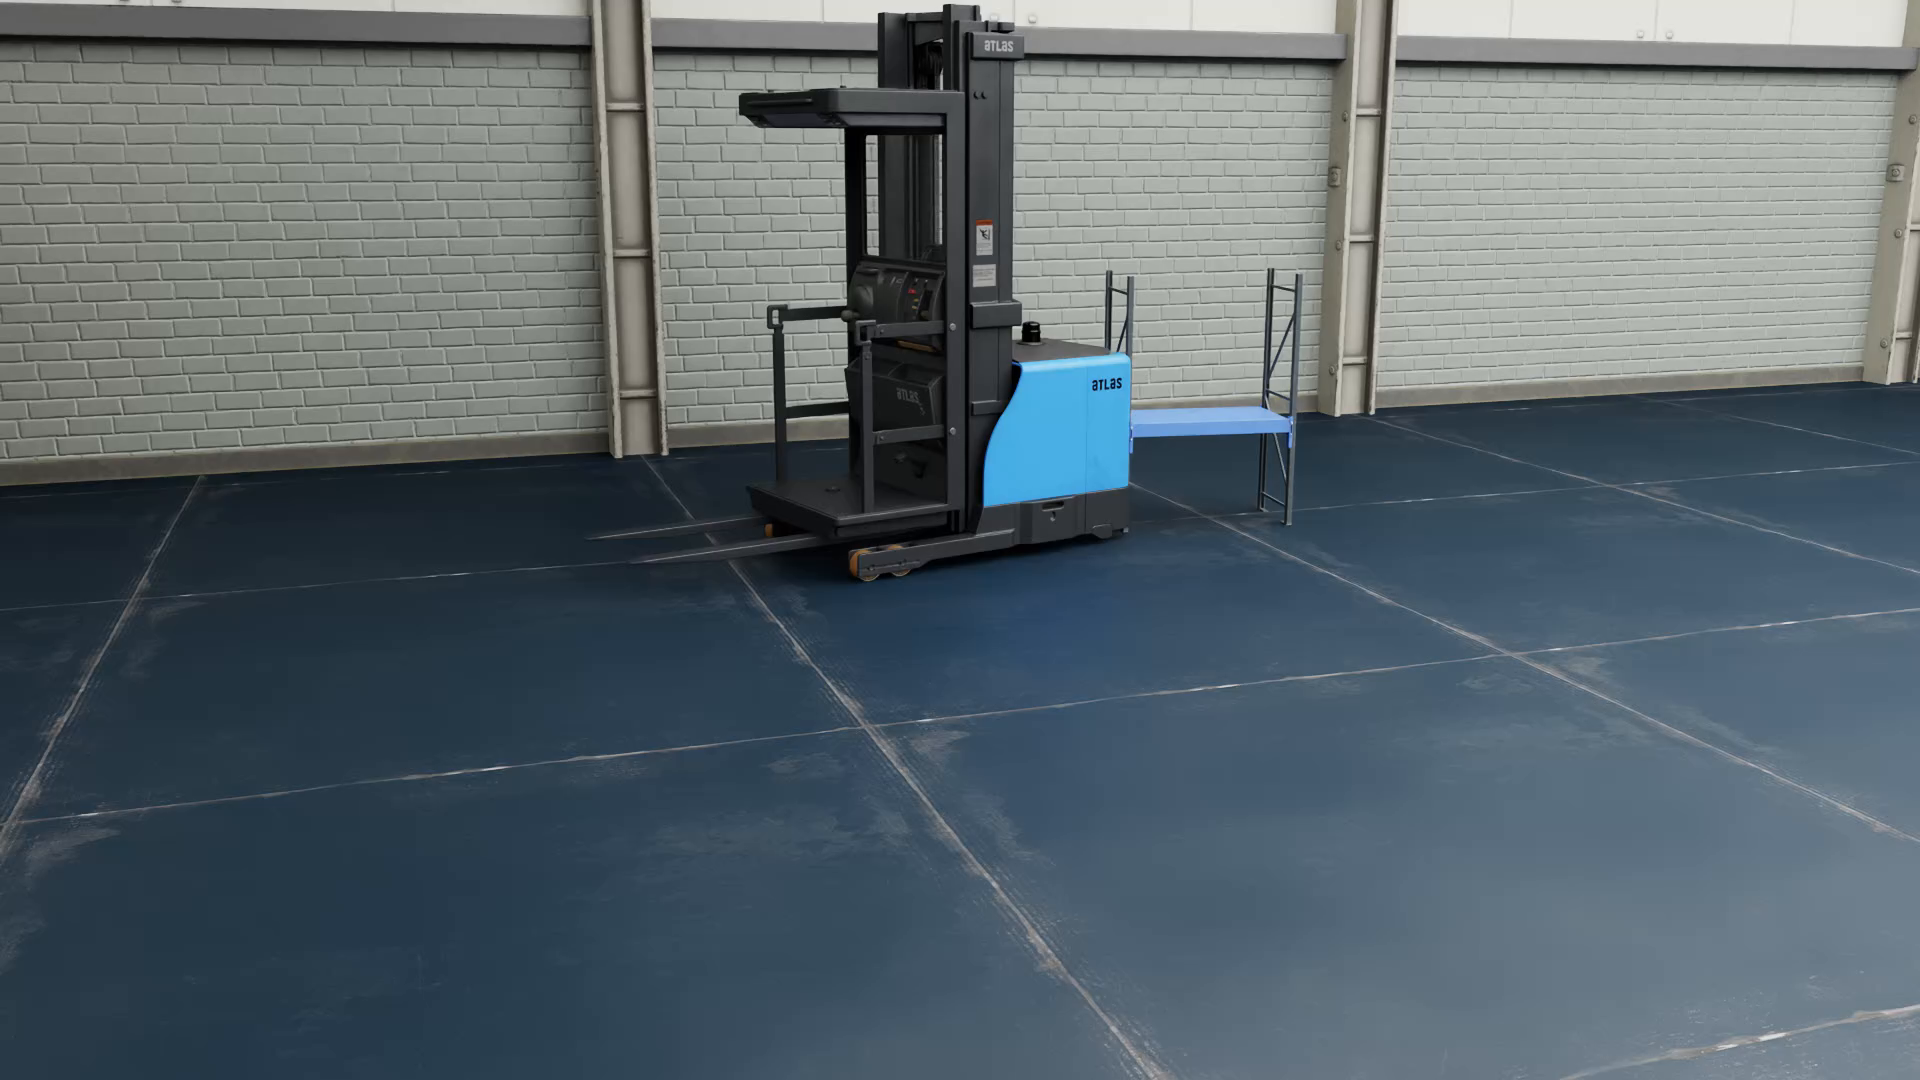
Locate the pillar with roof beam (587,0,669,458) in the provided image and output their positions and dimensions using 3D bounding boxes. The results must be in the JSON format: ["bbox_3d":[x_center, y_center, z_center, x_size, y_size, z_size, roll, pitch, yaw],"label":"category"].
[{"bbox_3d":[-1.015,-4.082,7.358,0.400,9.000,9.100,-4,14,-18],"label":"pillar with roof beam"}]

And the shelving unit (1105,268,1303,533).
[{"bbox_3d":[1.434,-0.851,9.979,1.048,1.500,0.538,-2,14,-10],"label":"shelving unit"}]

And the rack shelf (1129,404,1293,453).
[{"bbox_3d":[1.434,-0.676,10.021,1.000,0.185,0.538,-2,14,-10],"label":"rack shelf"}]

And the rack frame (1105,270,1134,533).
[{"bbox_3d":[0.934,-0.829,9.889,0.032,1.500,0.500,-2,14,-10],"label":"rack frame"}]

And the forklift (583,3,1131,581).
[{"bbox_3d":[-0.527,-1.348,8.974,3.031,2.935,1.130,-8,16,-32],"label":"forklift"}]

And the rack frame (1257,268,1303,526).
[{"bbox_3d":[1.934,-0.872,10.069,0.032,1.500,0.500,-2,14,-10],"label":"rack frame"}]

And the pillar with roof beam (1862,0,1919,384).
[{"bbox_3d":[10.358,-4.968,11.081,0.400,9.000,9.100,-4,14,-18],"label":"pillar with roof beam"}]

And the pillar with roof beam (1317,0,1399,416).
[{"bbox_3d":[4.671,-4.525,9.220,0.400,9.000,9.100,-4,14,-18],"label":"pillar with roof beam"}]
